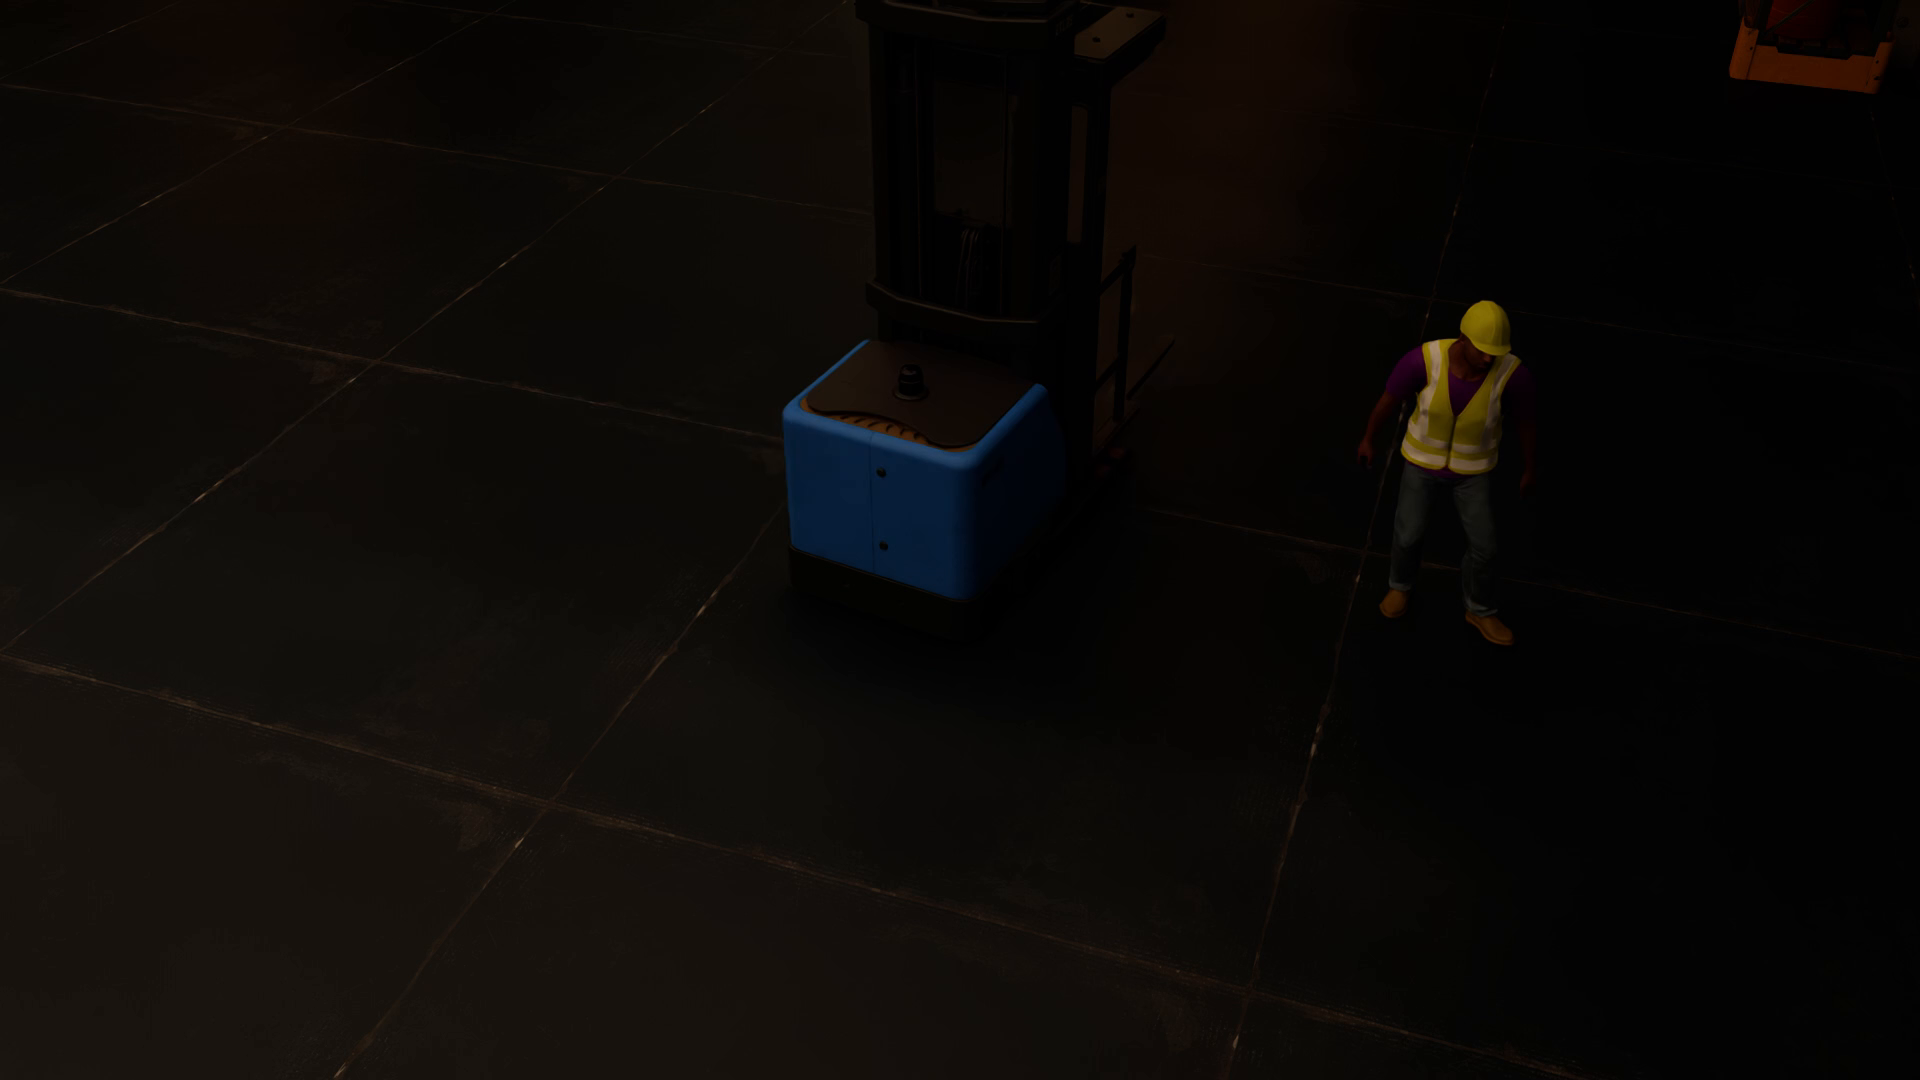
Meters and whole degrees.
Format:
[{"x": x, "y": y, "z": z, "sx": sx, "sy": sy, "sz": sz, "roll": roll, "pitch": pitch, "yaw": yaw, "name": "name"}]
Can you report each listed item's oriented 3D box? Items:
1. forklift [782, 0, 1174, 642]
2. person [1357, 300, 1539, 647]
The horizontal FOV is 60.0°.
[{"x": 0.290, "y": -1.549, "z": 8.296, "sx": 1.130, "sy": 2.935, "sz": 3.031, "roll": 17, "pitch": 39, "yaw": 22, "name": "forklift"}, {"x": 2.258, "y": -0.336, "z": 7.626, "sx": 0.874, "sy": 1.731, "sz": 0.455, "roll": 10, "pitch": 37, "yaw": 14, "name": "person"}]
